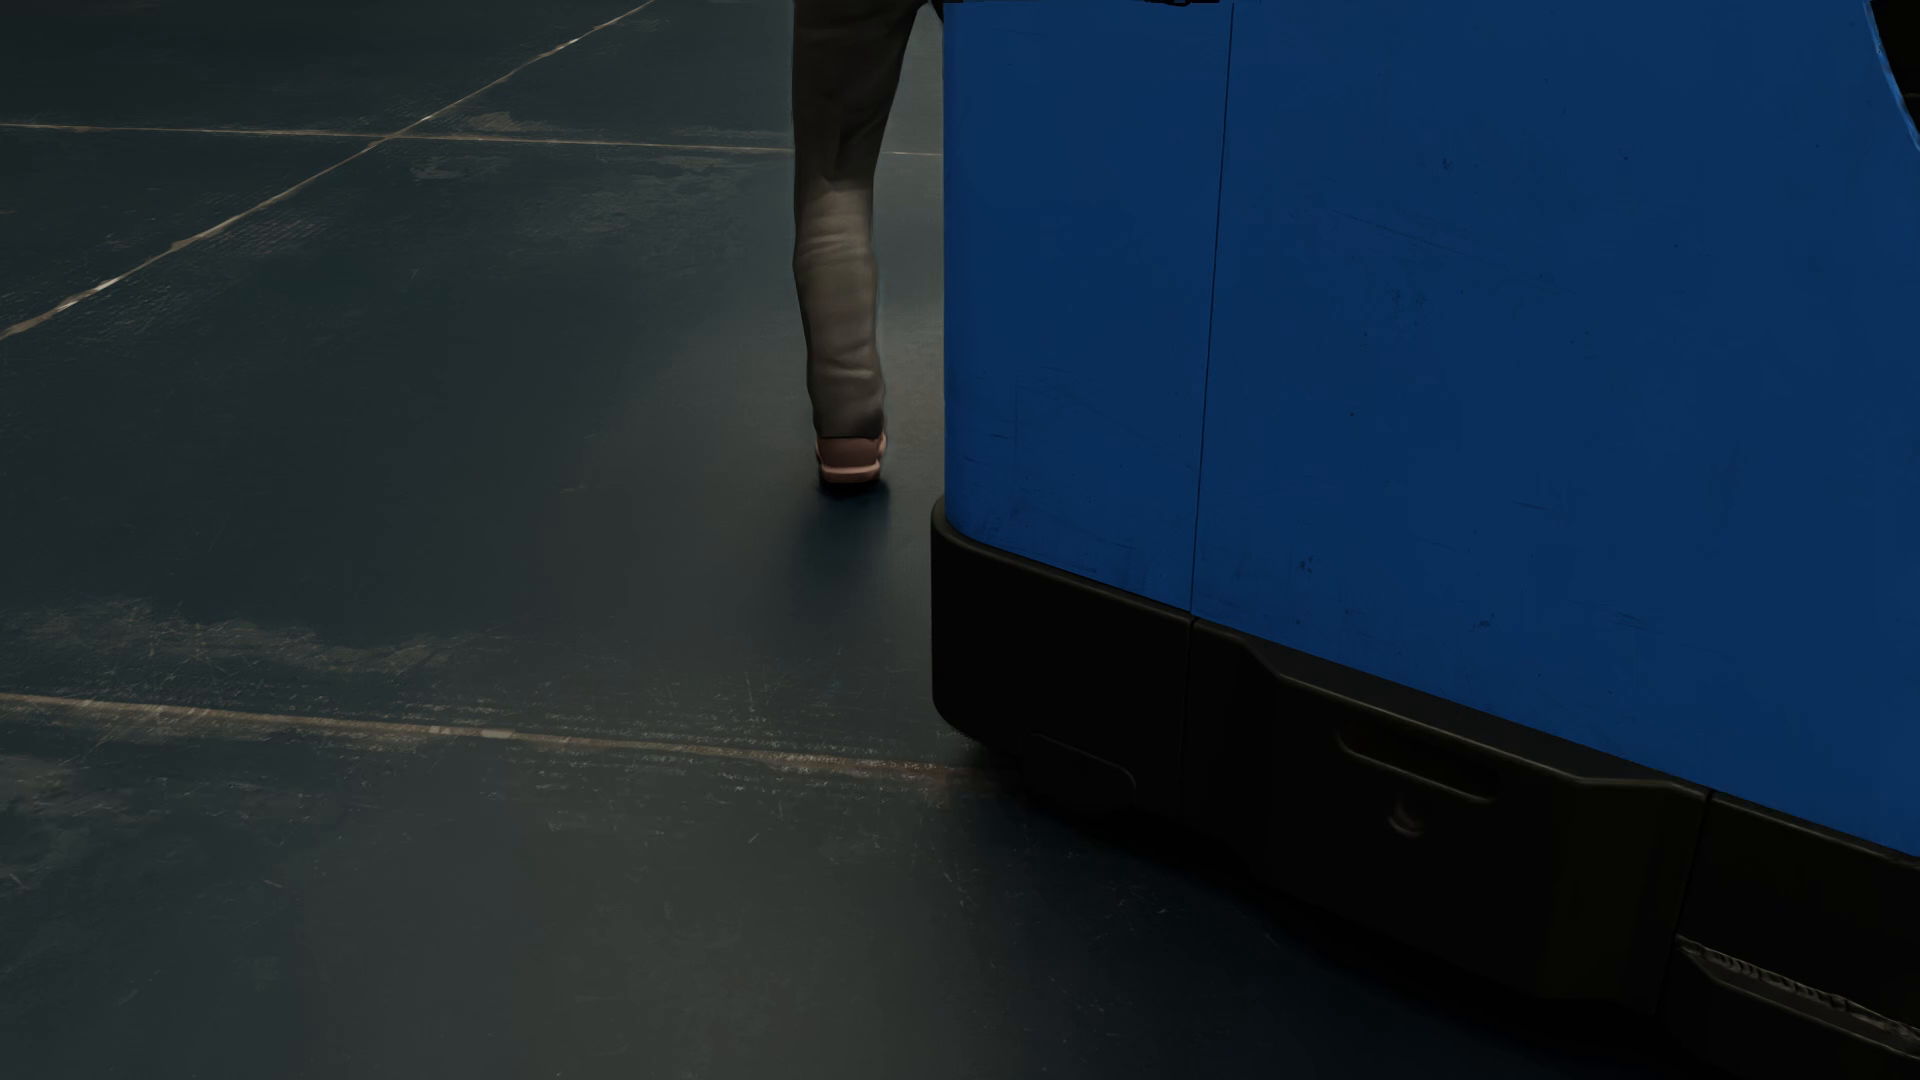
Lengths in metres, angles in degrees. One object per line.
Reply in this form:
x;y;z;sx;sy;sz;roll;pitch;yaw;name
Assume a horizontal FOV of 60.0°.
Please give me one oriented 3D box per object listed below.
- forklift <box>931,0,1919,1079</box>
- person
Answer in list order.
1.451;-0.834;0.888;3.031;2.935;1.130;19;32;33;forklift
-0.006;-0.953;2.651;0.618;1.585;0.787;-2;27;-4;person
